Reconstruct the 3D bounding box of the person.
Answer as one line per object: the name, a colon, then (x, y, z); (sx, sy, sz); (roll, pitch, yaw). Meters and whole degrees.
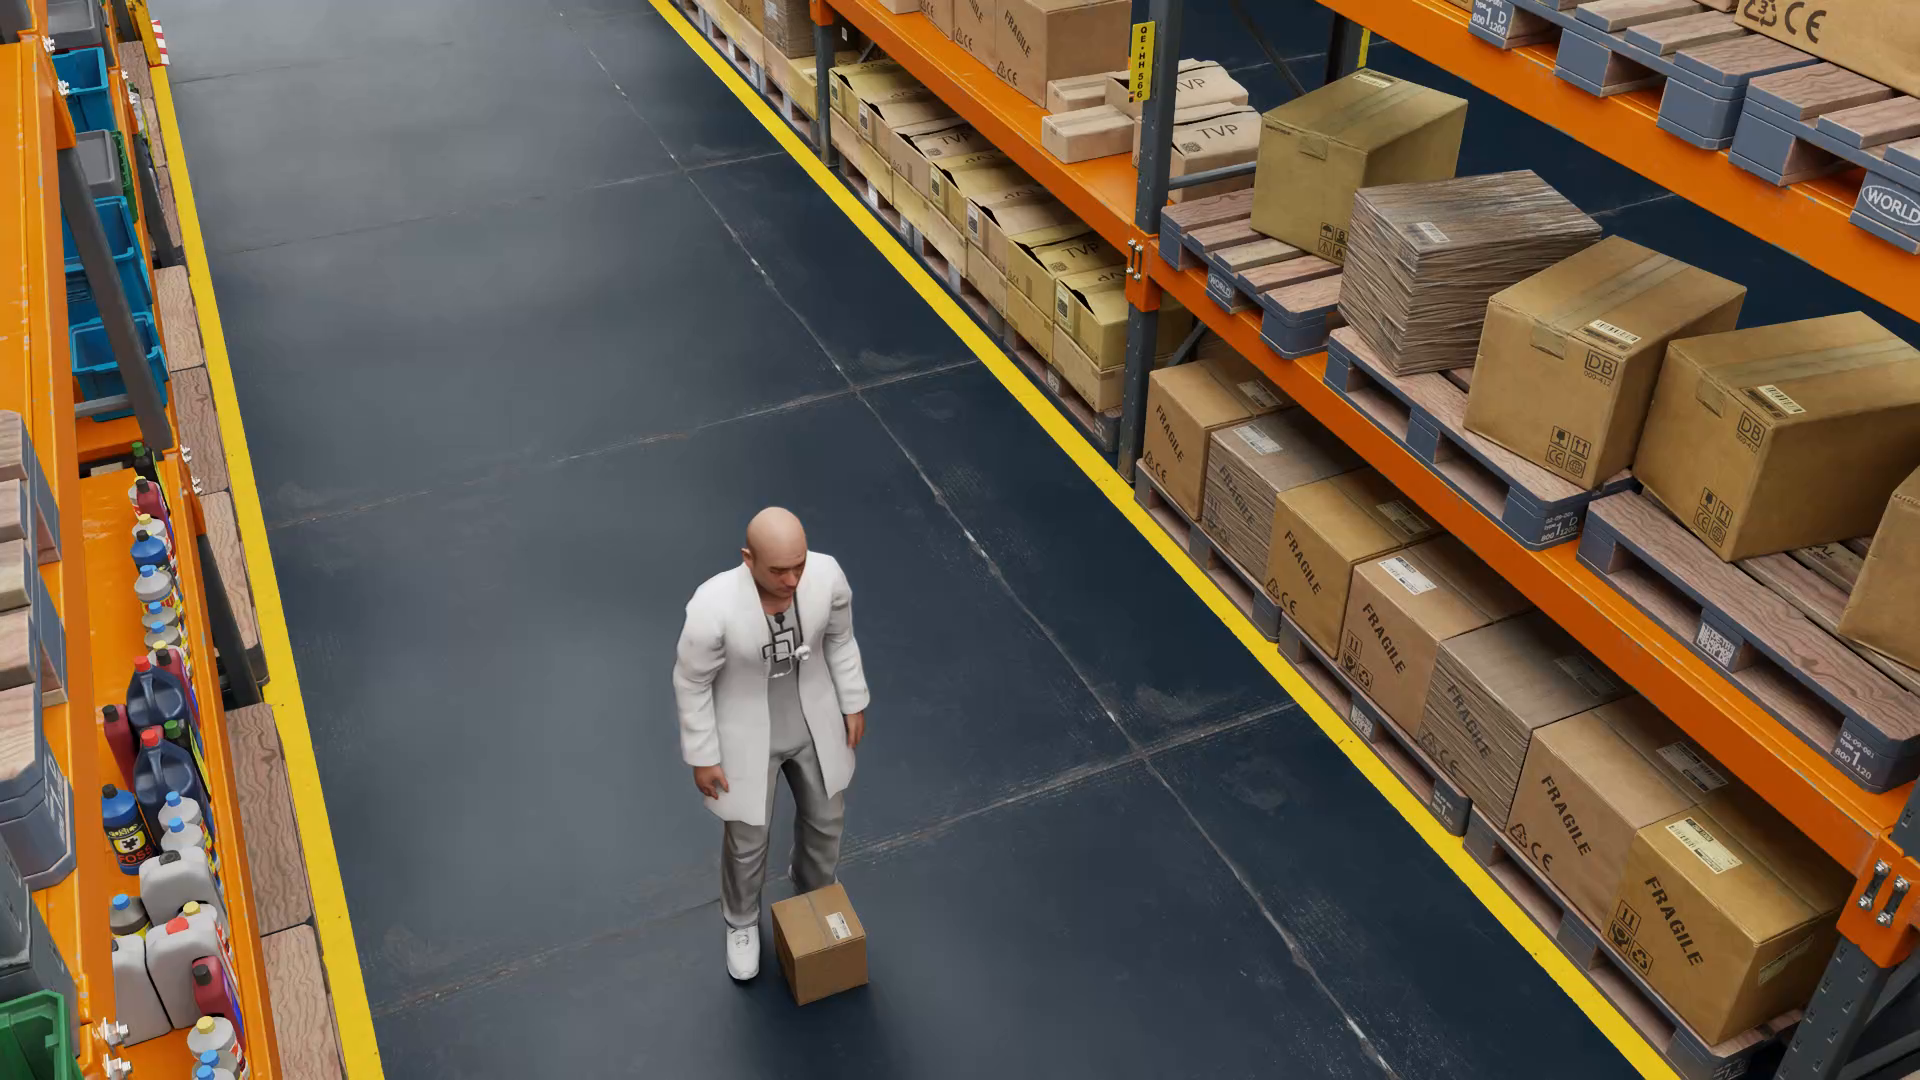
person: (-0.580, 0.666, 5.371); (0.645, 1.654, 0.429); (-18, 40, -22)
